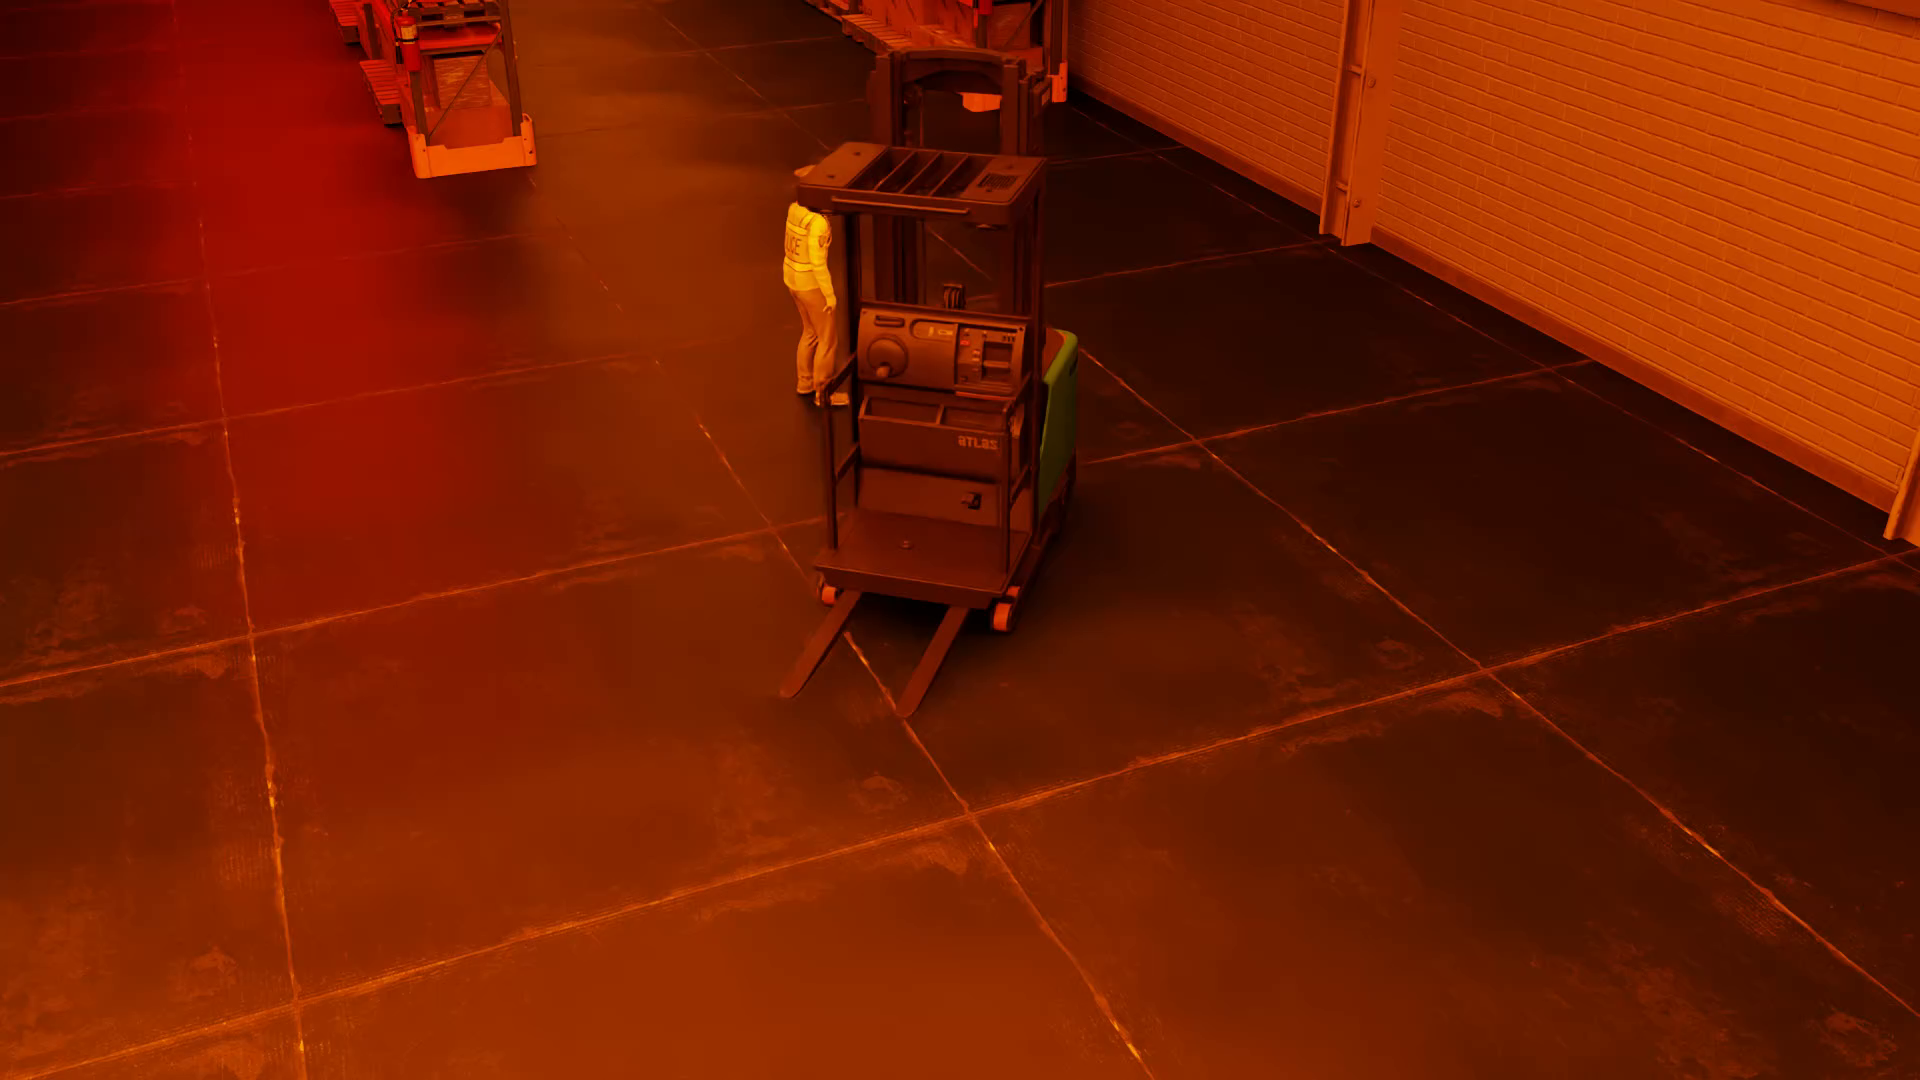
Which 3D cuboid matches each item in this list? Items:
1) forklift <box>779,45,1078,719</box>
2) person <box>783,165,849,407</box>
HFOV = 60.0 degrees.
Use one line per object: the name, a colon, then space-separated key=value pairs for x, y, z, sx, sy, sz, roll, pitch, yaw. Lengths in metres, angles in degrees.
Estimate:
forklift: x=-0.161 y=-0.979 z=8.832 sx=1.130 sy=2.935 sz=3.031 roll=8 pitch=31 yaw=14
person: x=-1.009 y=-1.752 z=11.464 sx=0.374 sy=1.662 sz=0.551 roll=-15 pitch=33 yaw=-24
